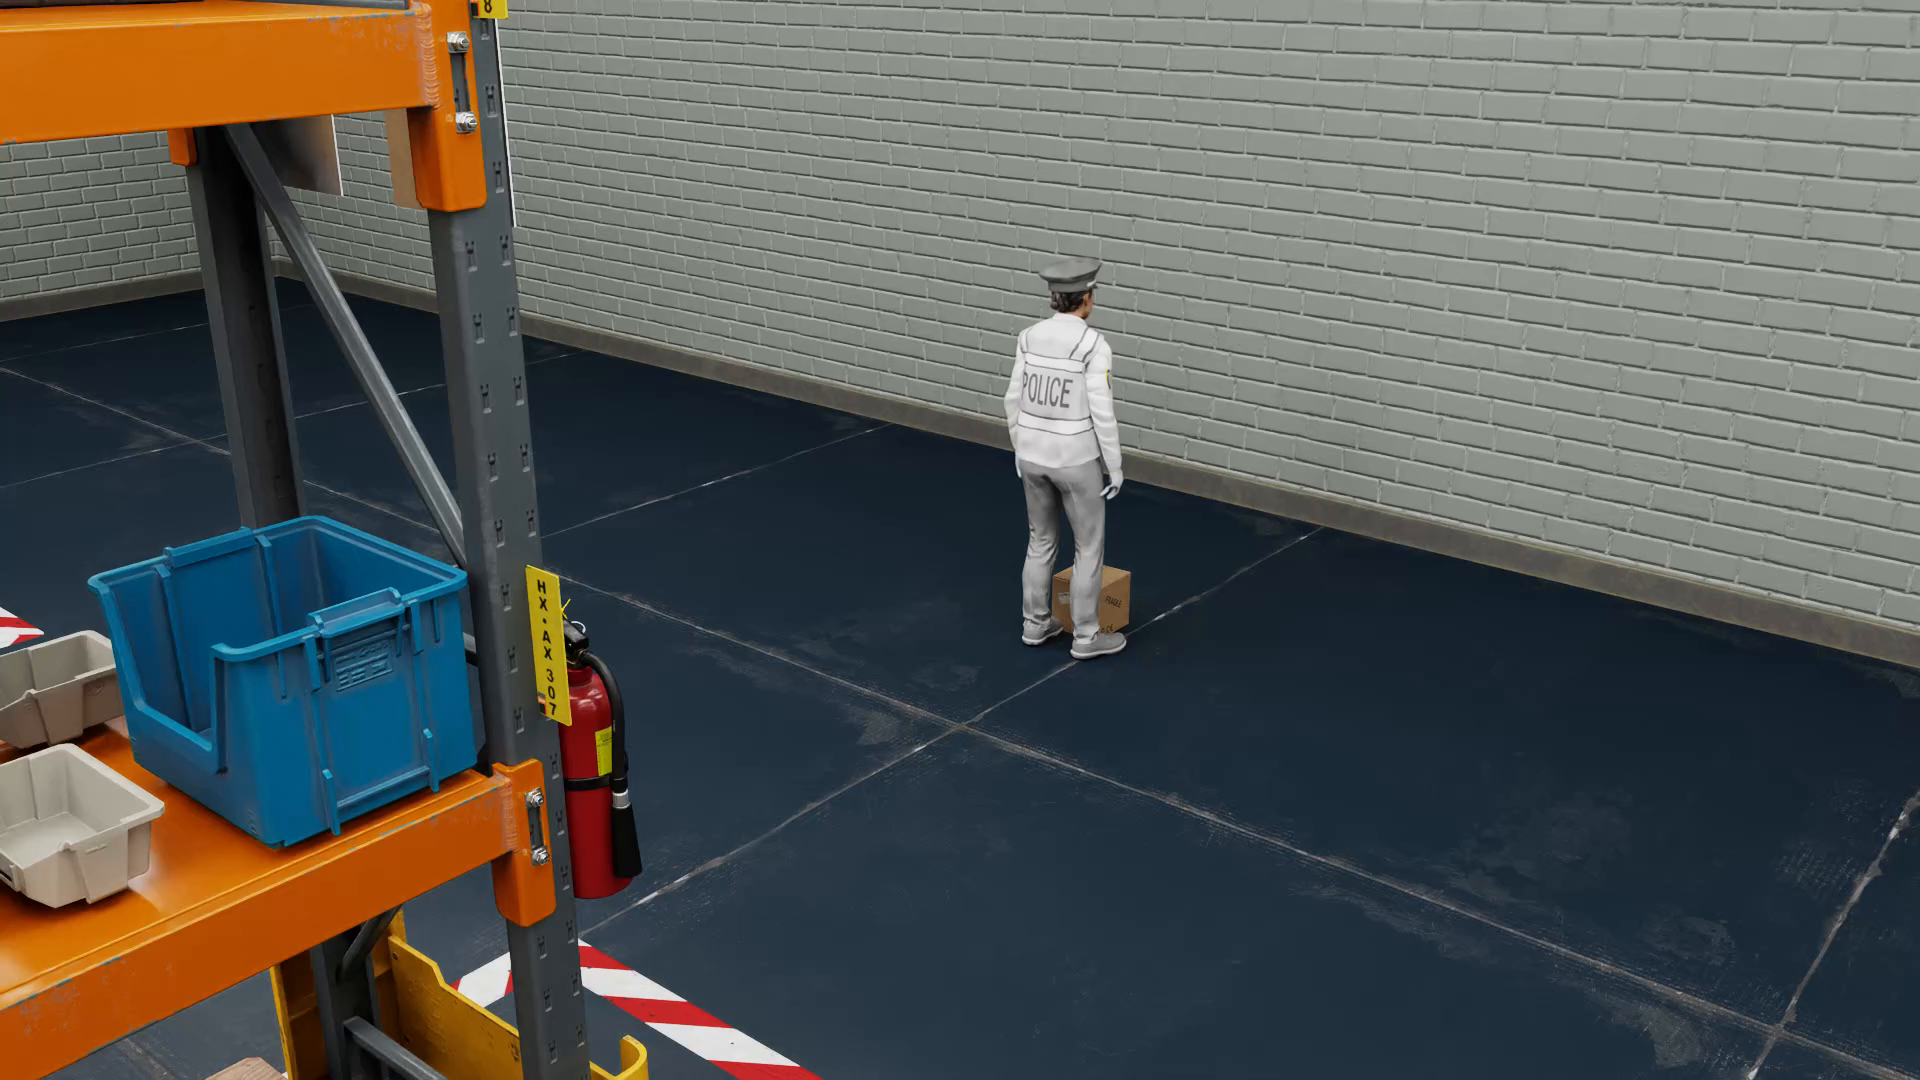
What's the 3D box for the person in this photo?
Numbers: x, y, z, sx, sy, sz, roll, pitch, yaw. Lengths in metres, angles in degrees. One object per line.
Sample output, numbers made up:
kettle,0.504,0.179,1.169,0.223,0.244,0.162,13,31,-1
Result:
person,0.435,-0.331,6.966,0.539,1.663,0.377,15,25,35
